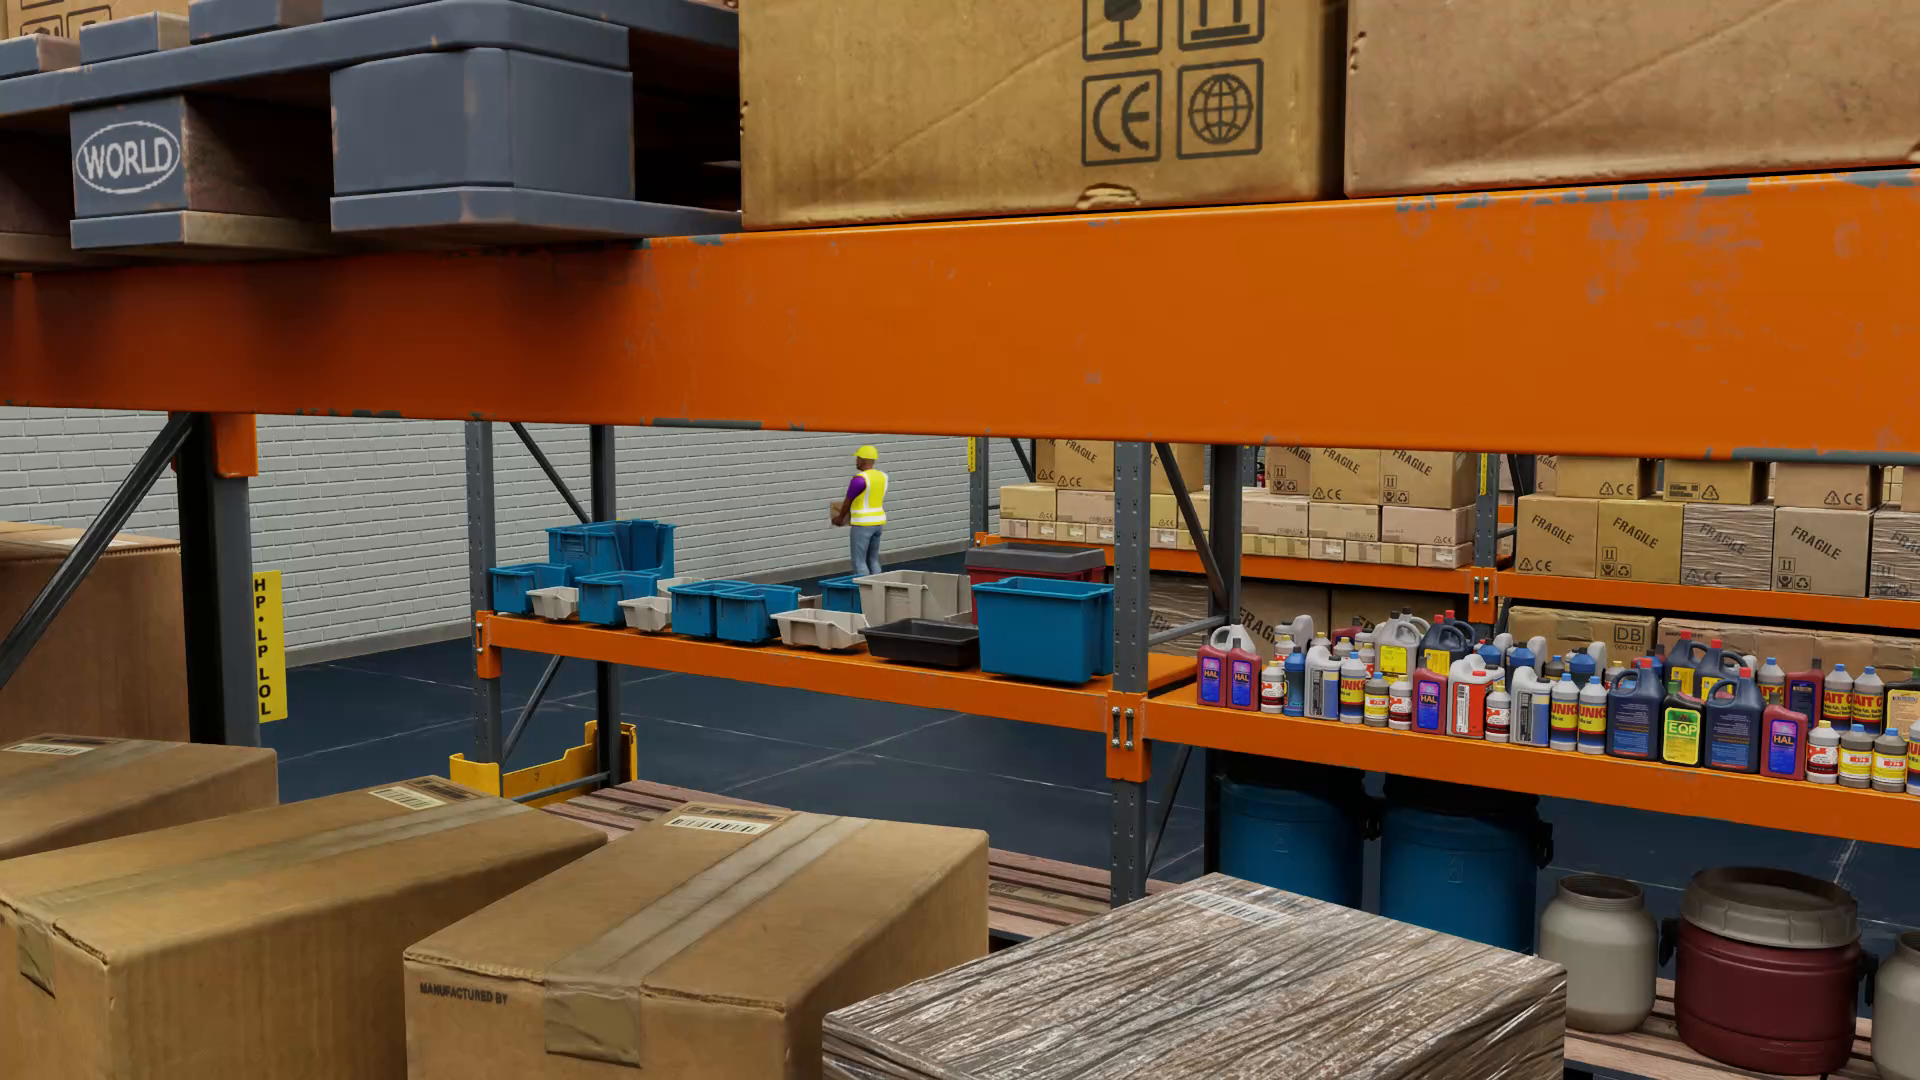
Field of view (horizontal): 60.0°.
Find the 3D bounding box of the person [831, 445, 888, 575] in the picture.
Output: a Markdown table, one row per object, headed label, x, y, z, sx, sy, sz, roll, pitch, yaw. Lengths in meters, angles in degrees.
| label | x | y | z | sx | sy | sz | roll | pitch | yaw |
| --- | --- | --- | --- | --- | --- | --- | --- | --- | --- |
| person | -1.104 | -0.156 | 18.107 | 0.559 | 1.763 | 0.505 | 4 | 8 | 33 |
